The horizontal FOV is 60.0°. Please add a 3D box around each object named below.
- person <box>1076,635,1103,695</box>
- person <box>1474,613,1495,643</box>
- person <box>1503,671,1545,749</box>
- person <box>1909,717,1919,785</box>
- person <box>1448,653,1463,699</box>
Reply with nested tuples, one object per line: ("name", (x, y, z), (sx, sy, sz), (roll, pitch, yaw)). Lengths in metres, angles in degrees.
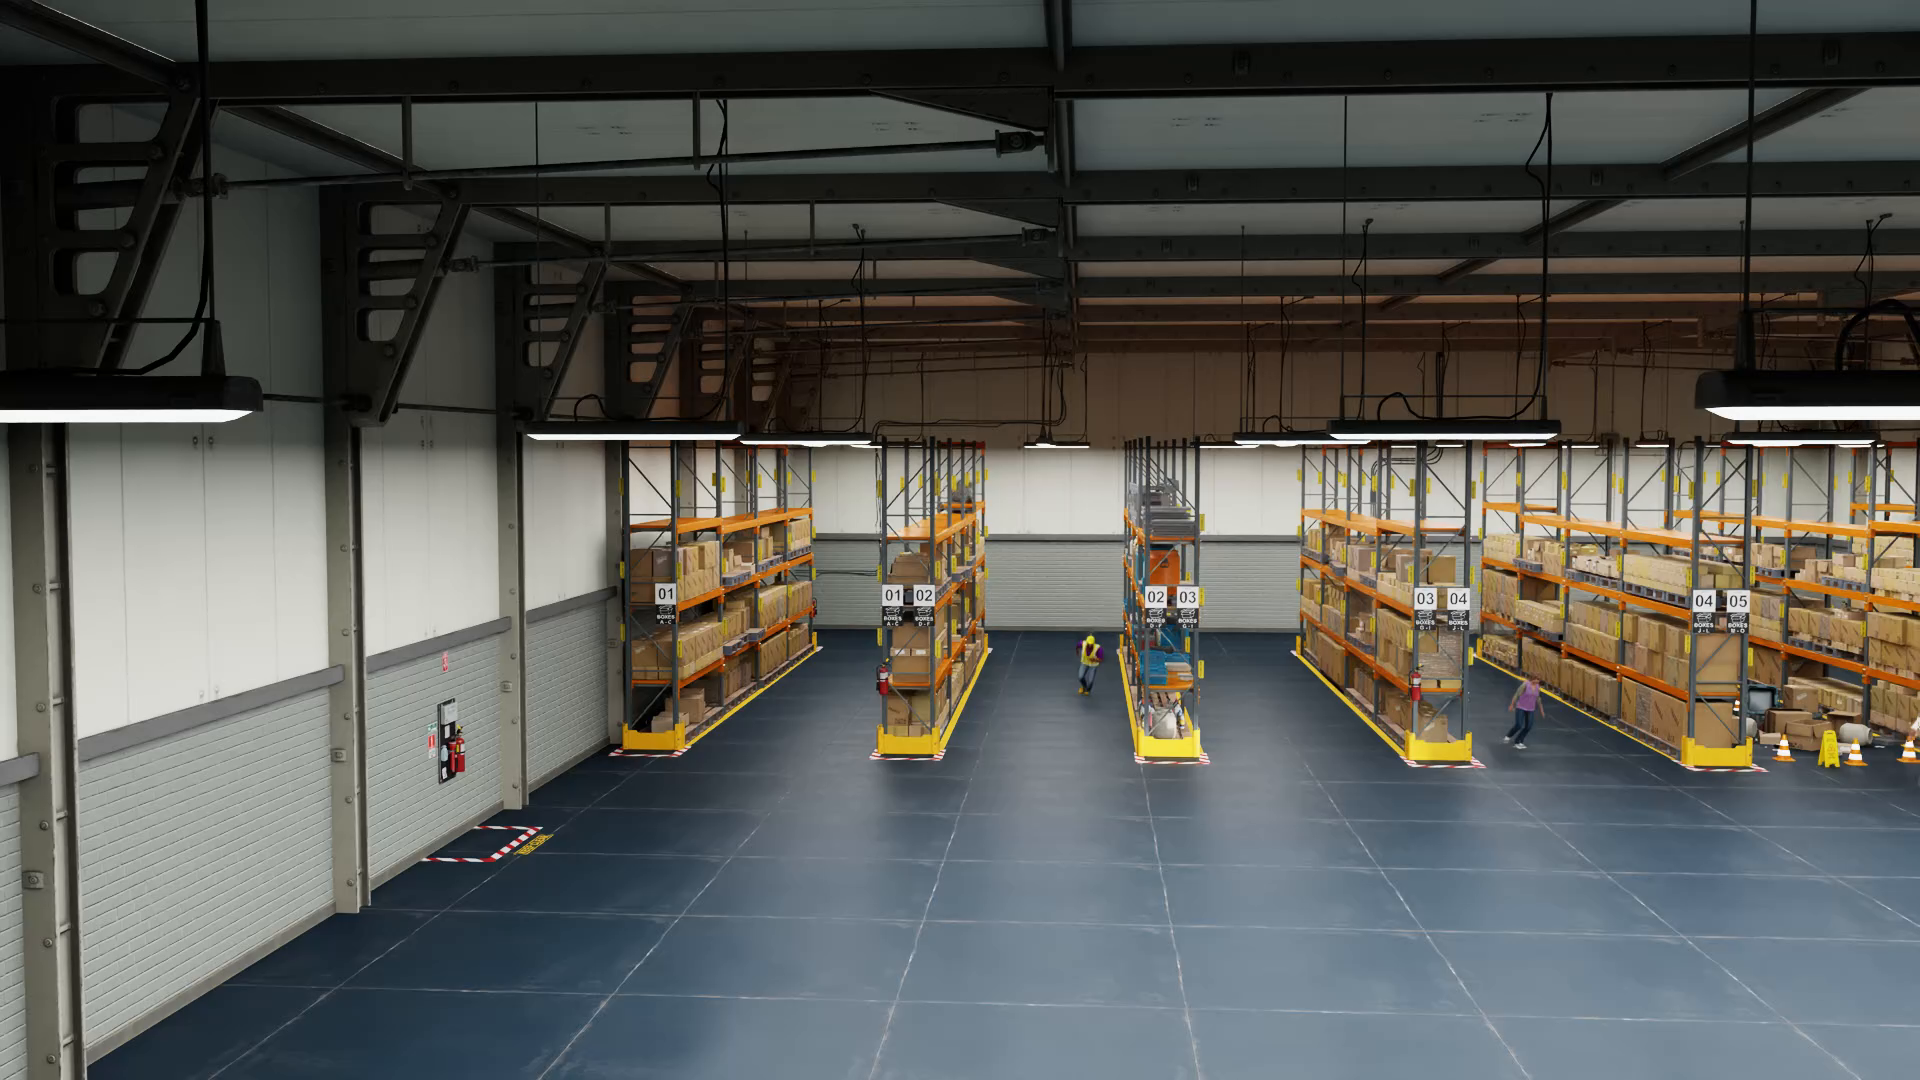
("person", (2.980, 2.908, 38.585), (0.729, 1.471, 0.936), (1, 3, 14))
("person", (14.990, 2.373, 47.268), (0.798, 1.772, 0.651), (0, 3, -2))
("person", (10.819, 3.249, 31.873), (0.659, 1.519, 0.607), (-1, 3, -13))
("person", (16.567, 3.401, 27.936), (0.877, 1.689, 0.755), (0, 3, 1))
("person", (11.340, 2.906, 37.978), (0.561, 1.539, 0.918), (0, 3, 2))
